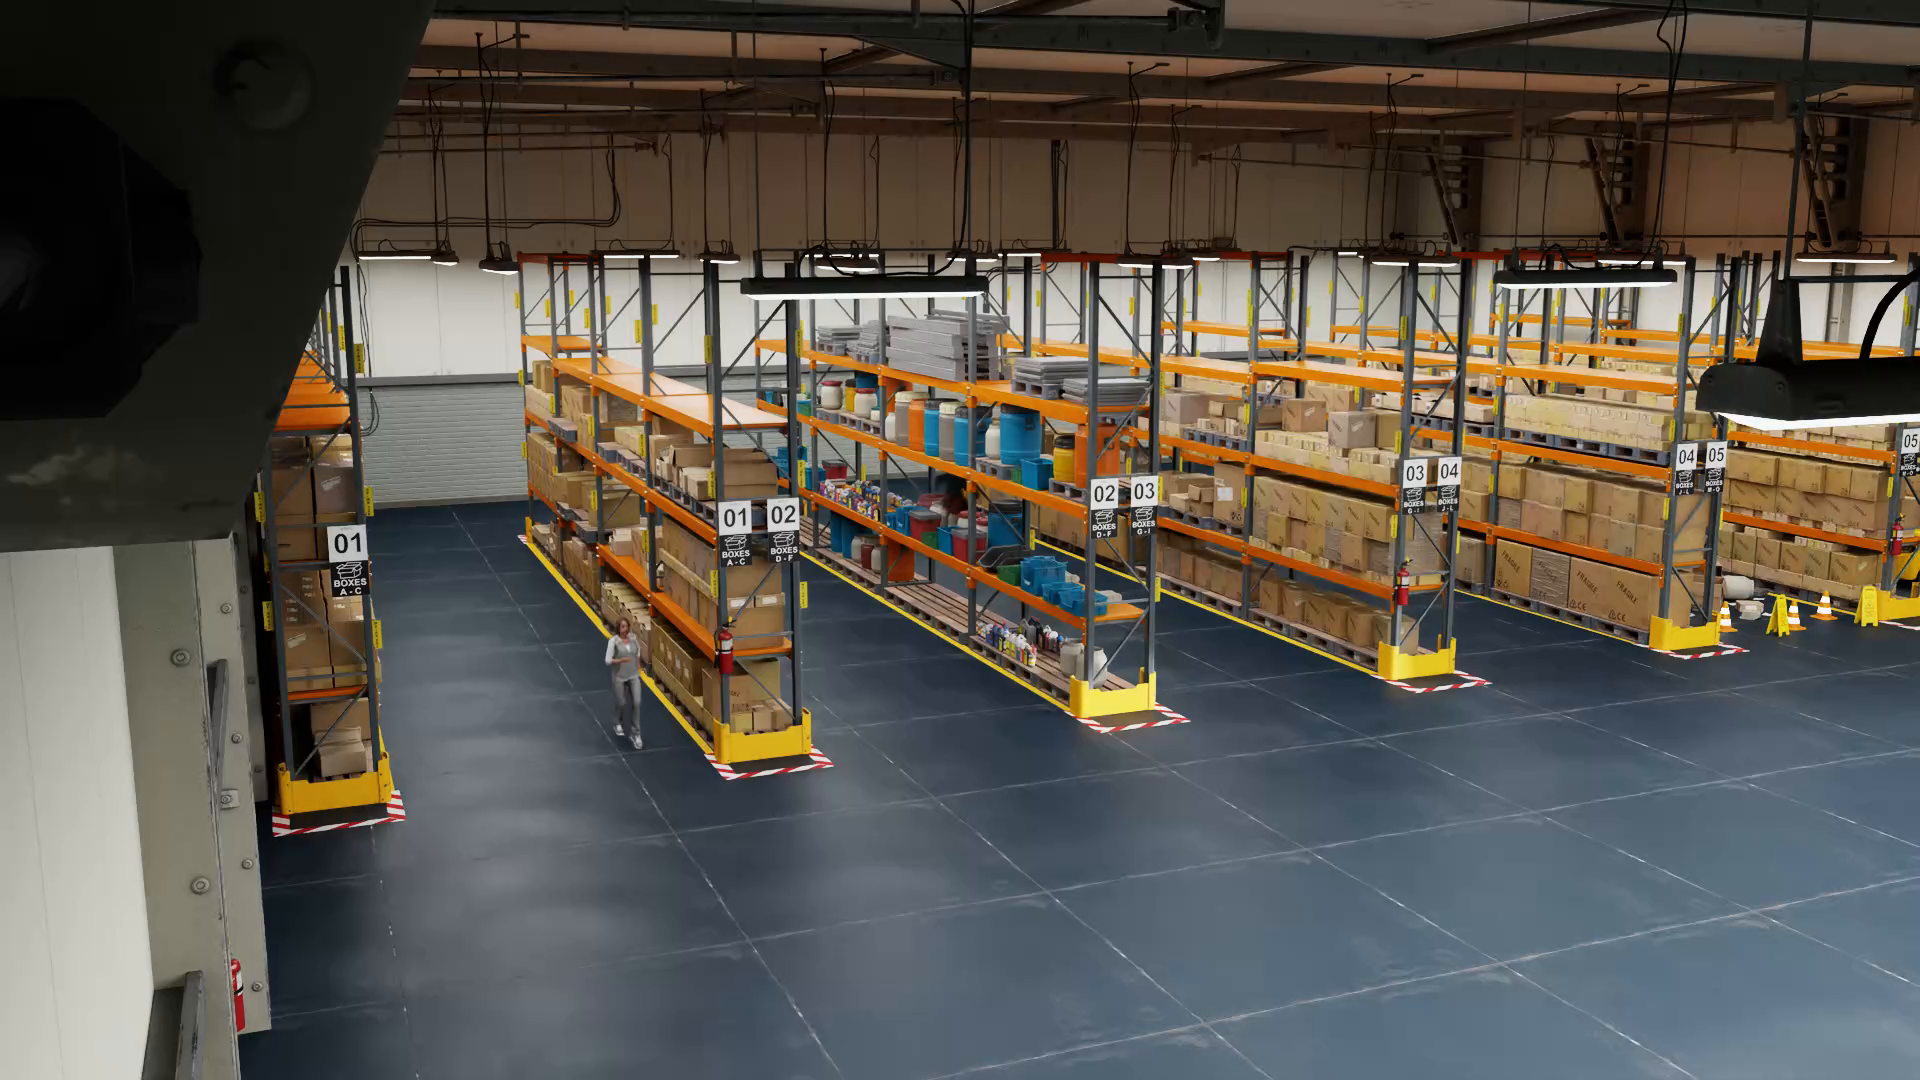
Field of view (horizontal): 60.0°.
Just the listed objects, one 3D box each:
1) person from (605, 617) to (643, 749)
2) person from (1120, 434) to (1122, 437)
[{"bbox_3d":[-4.206,1.762,20.891,0.523,1.634,0.709,-6,12,-28],"label":"person"},{"bbox_3d":[3.778,-1.880,40.895,0.677,1.589,0.575,7,12,32],"label":"person"}]
